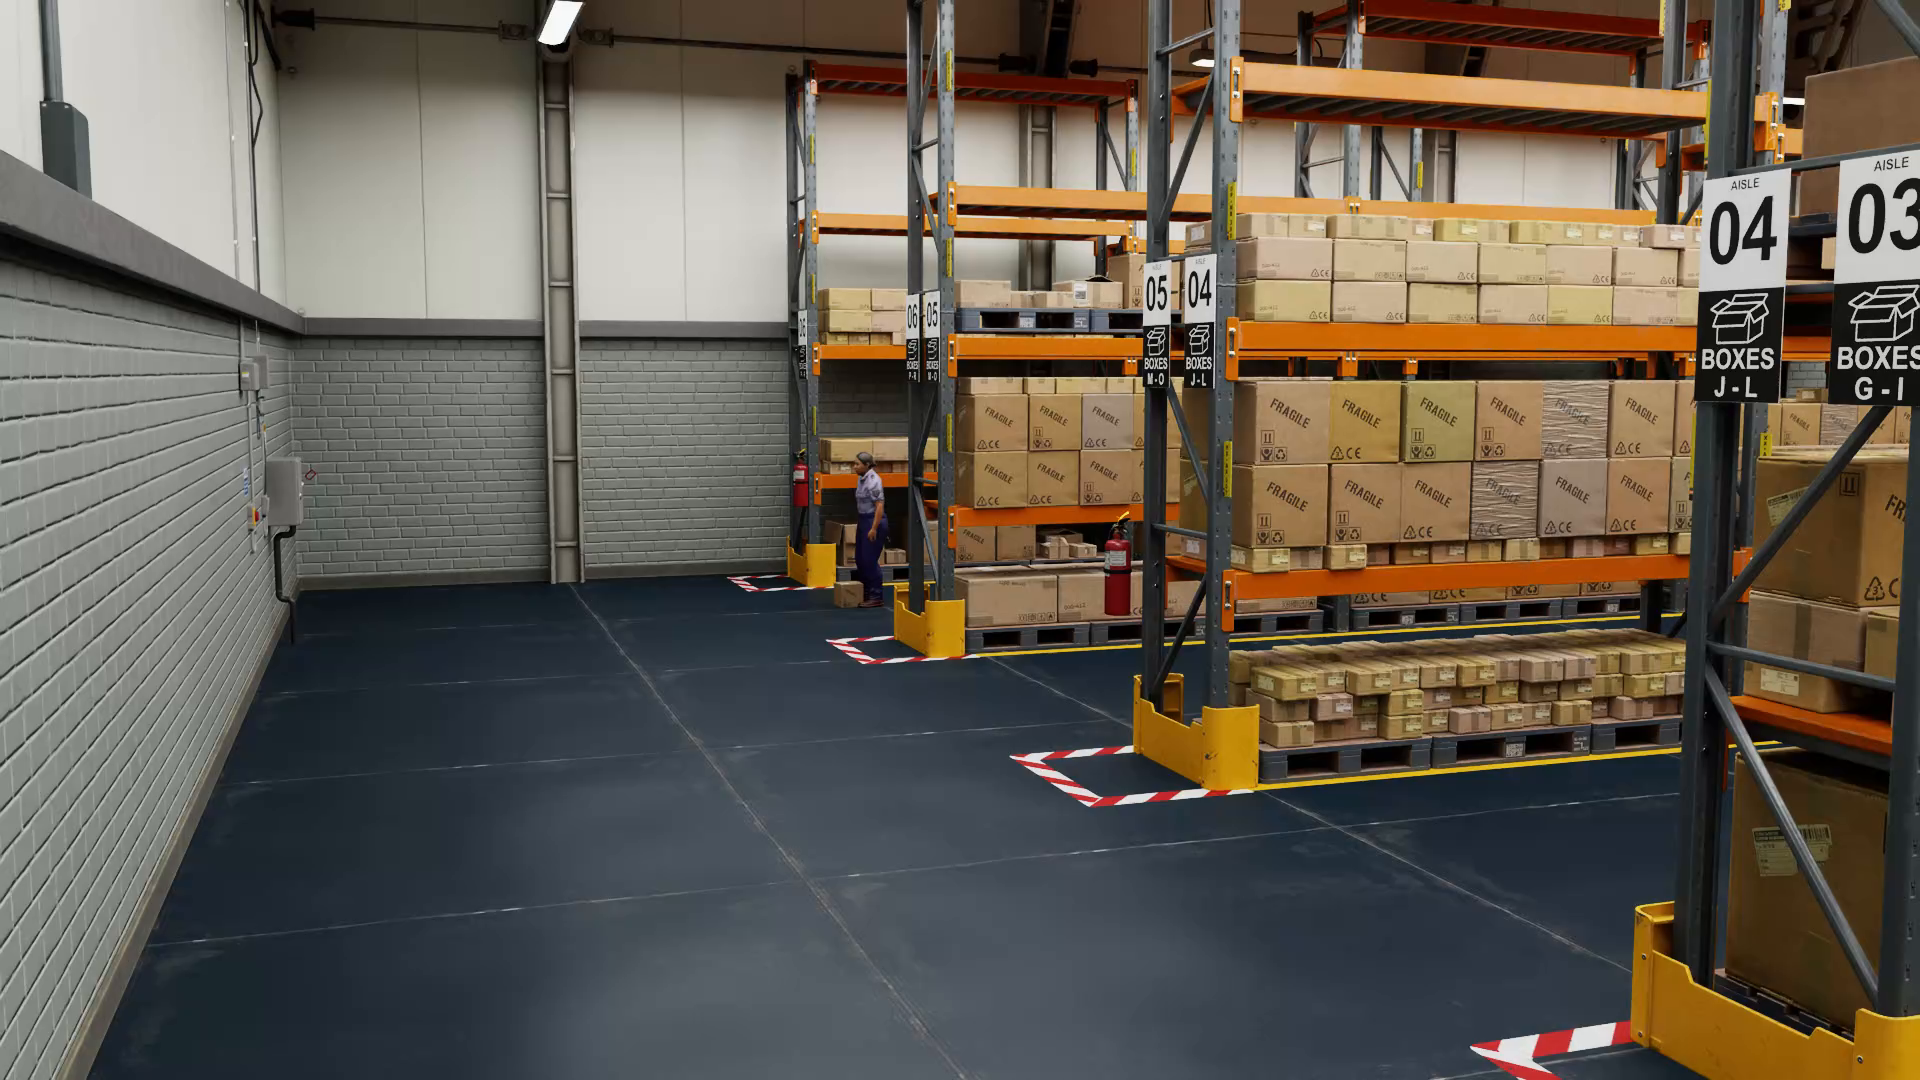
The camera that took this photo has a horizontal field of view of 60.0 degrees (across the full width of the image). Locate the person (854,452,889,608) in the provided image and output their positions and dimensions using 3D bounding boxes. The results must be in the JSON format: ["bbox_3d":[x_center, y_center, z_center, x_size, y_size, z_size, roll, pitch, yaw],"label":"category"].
[{"bbox_3d":[-0.967,-0.122,17.796,0.364,1.652,0.557,-2,6,-21],"label":"person"}]
